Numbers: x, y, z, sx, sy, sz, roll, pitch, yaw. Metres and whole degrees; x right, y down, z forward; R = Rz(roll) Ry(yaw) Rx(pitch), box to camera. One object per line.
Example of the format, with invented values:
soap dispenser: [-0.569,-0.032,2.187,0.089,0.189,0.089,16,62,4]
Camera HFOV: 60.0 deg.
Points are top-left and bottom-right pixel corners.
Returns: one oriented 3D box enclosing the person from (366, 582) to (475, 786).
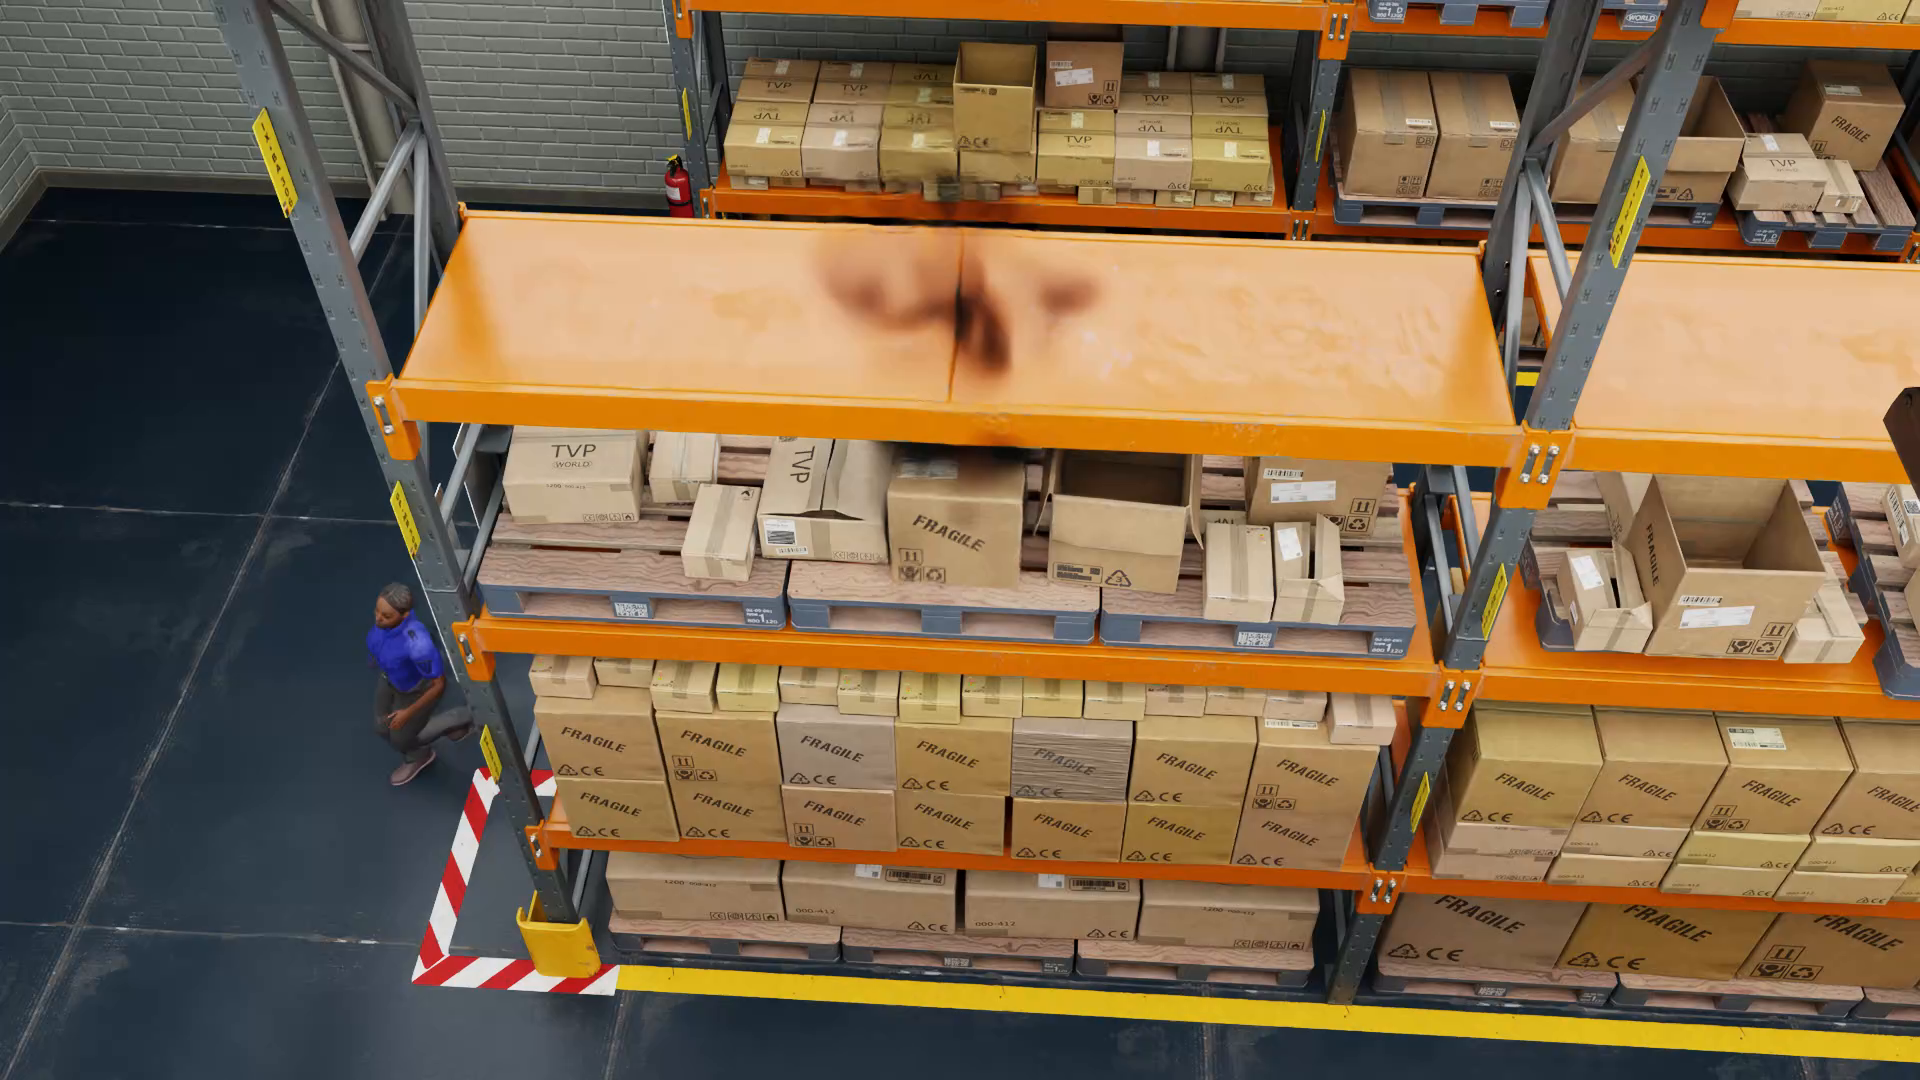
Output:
person: [-2.953,0.784,8.978,0.592,1.610,0.633,-32,55,-25]
